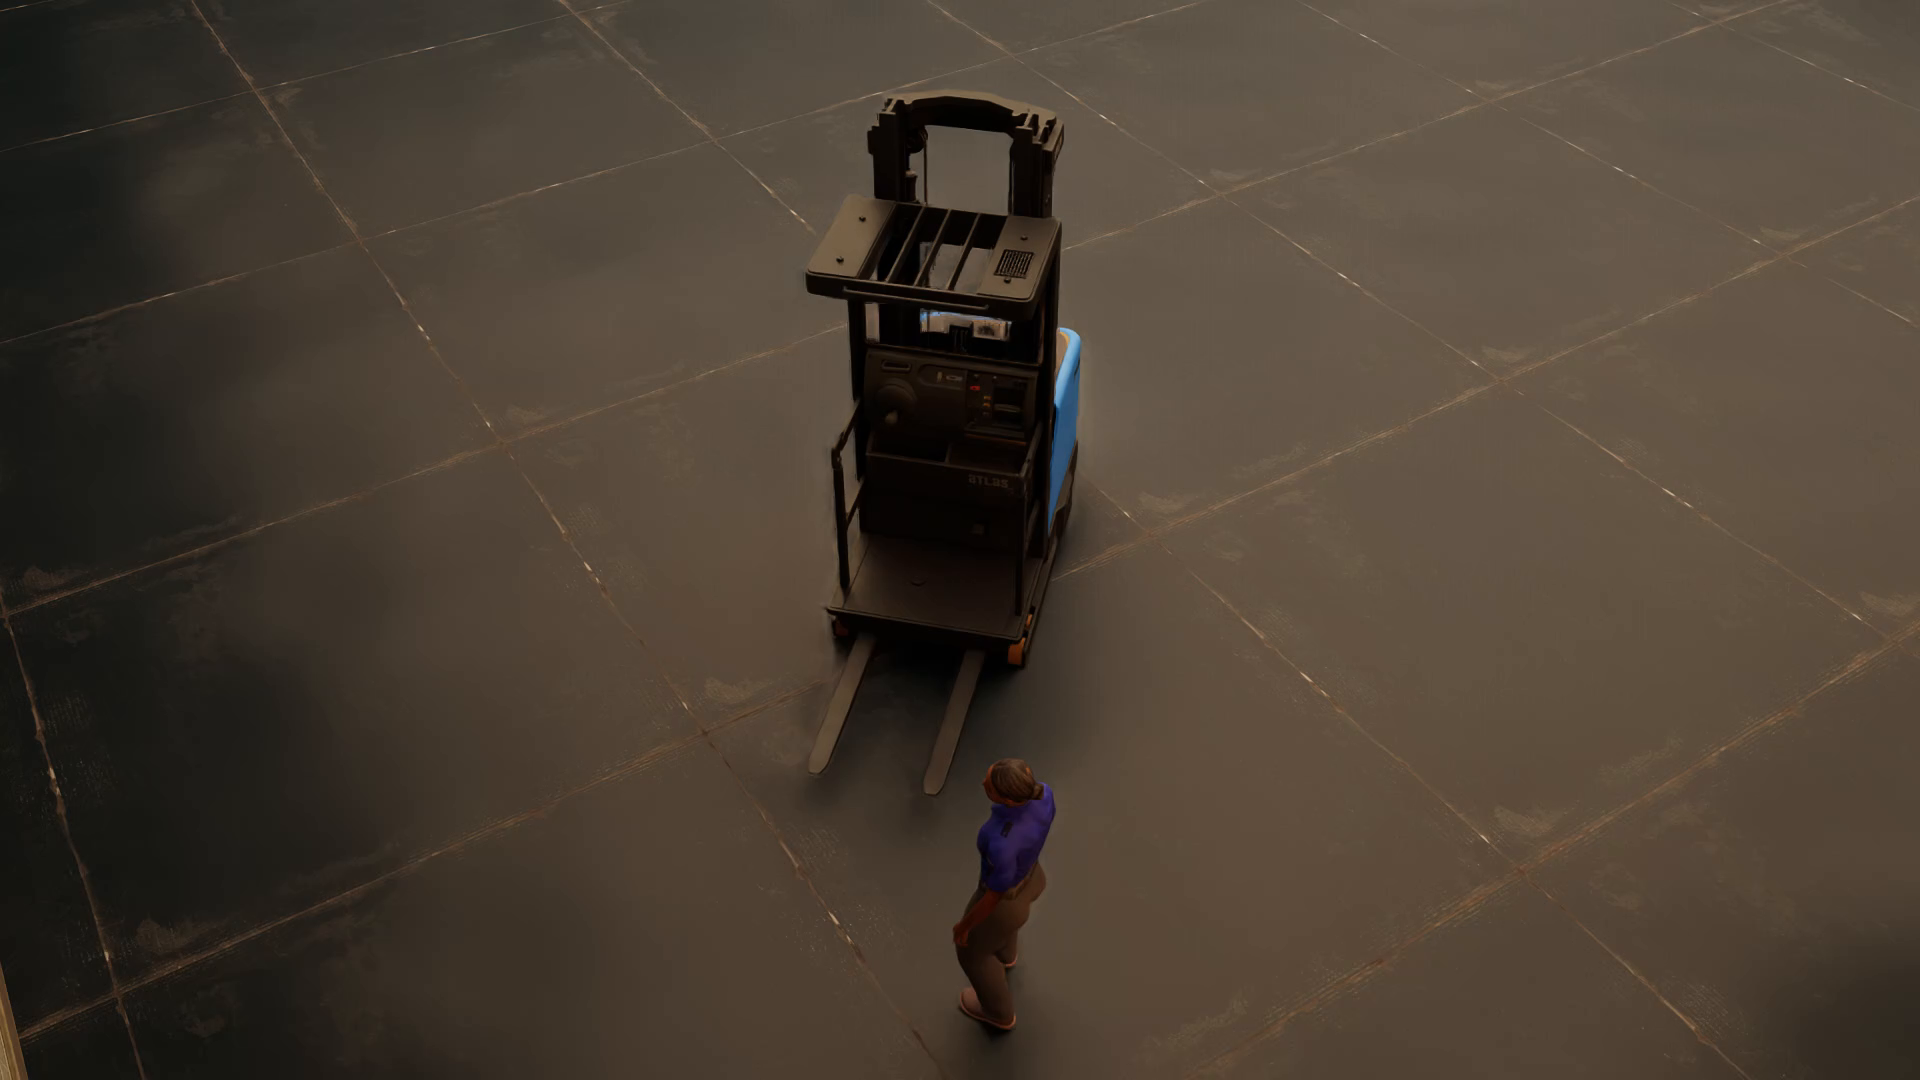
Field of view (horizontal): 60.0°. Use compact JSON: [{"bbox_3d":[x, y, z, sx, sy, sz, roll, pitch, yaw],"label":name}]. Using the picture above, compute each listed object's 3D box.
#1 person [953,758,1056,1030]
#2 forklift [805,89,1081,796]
[{"bbox_3d":[0.143,1.471,7.178,0.449,1.643,0.634,18,44,20],"label":"person"},{"bbox_3d":[-0.100,-0.679,8.649,1.130,2.935,3.031,9,42,10],"label":"forklift"}]
